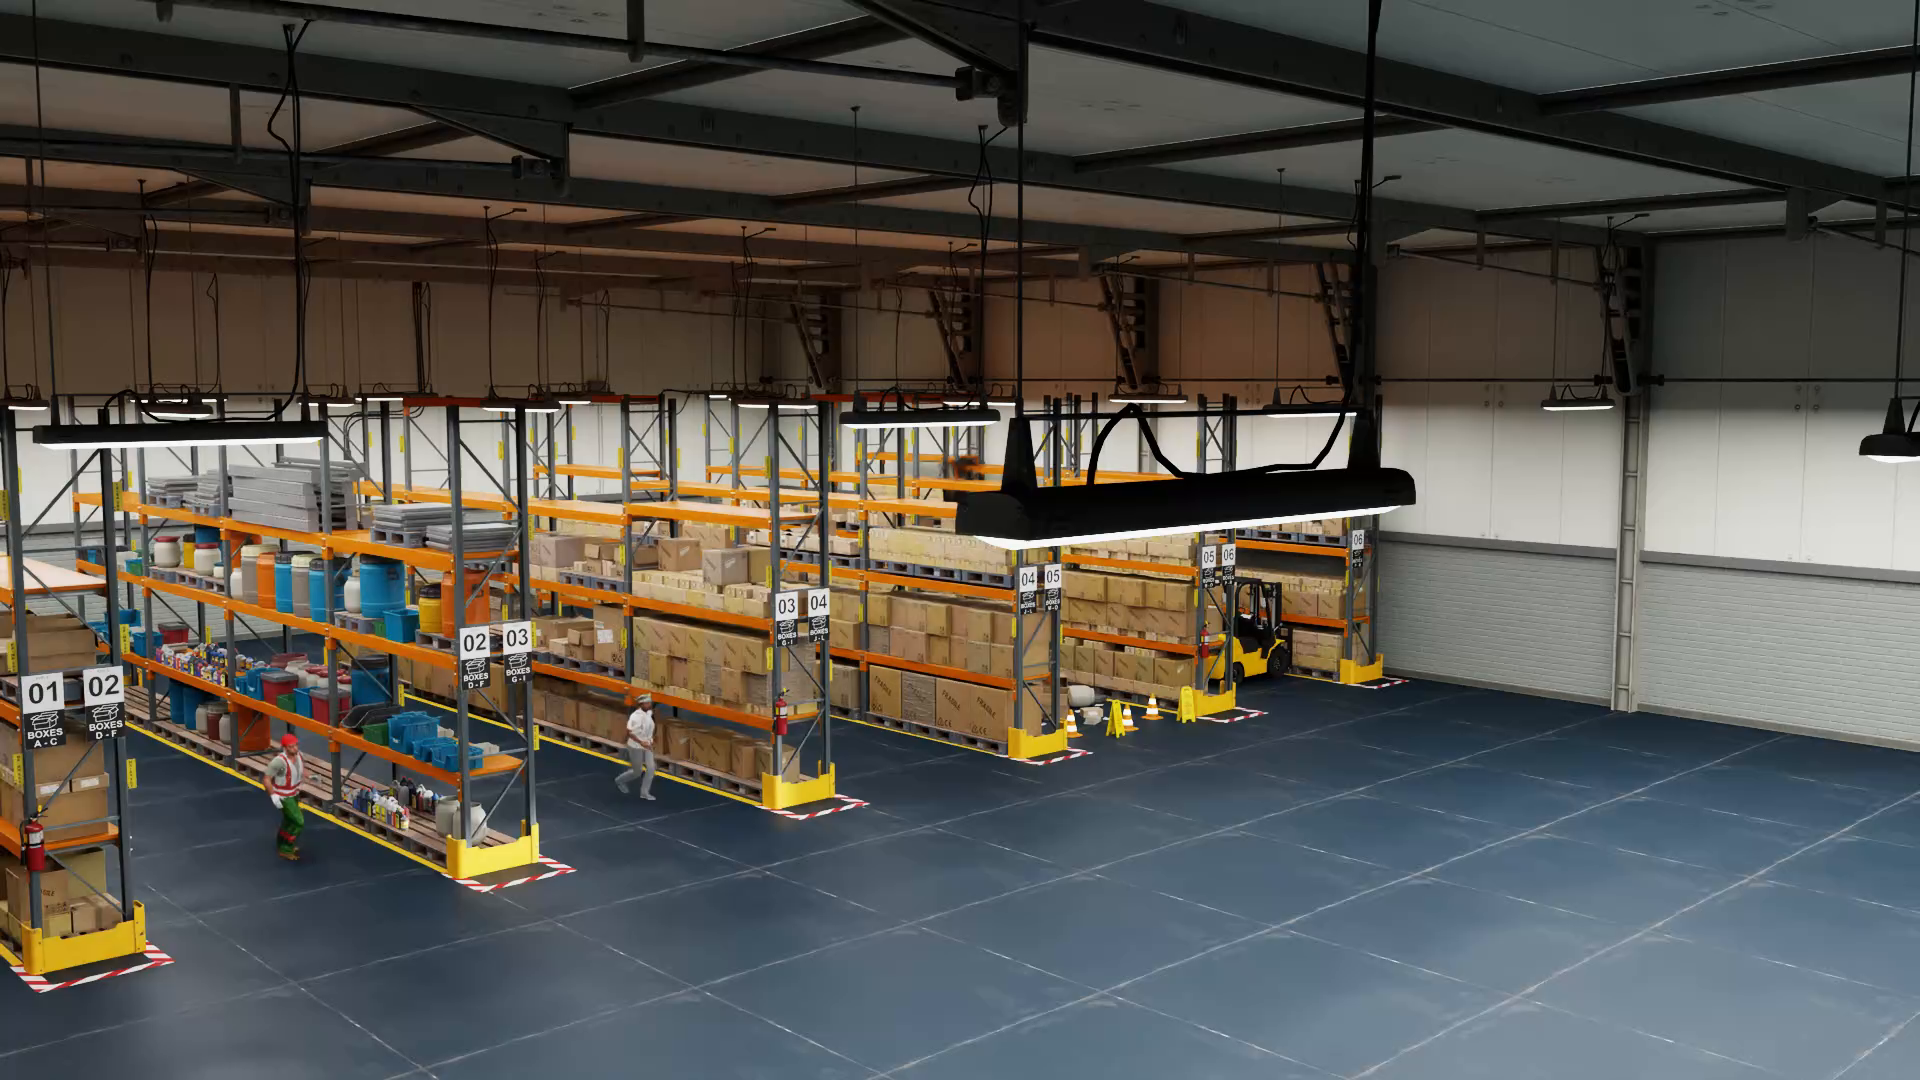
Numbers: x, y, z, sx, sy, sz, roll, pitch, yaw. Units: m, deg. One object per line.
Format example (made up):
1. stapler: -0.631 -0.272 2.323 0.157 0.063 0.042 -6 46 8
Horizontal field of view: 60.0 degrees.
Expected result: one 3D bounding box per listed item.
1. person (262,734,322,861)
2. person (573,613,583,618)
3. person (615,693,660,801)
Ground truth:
1. person: -8.828 3.375 21.986 0.758 1.709 0.684 0 6 5
2. person: -7.905 2.269 33.862 0.625 1.604 0.564 3 6 32
3. person: -4.884 3.098 25.101 0.718 1.645 0.574 4 7 32
